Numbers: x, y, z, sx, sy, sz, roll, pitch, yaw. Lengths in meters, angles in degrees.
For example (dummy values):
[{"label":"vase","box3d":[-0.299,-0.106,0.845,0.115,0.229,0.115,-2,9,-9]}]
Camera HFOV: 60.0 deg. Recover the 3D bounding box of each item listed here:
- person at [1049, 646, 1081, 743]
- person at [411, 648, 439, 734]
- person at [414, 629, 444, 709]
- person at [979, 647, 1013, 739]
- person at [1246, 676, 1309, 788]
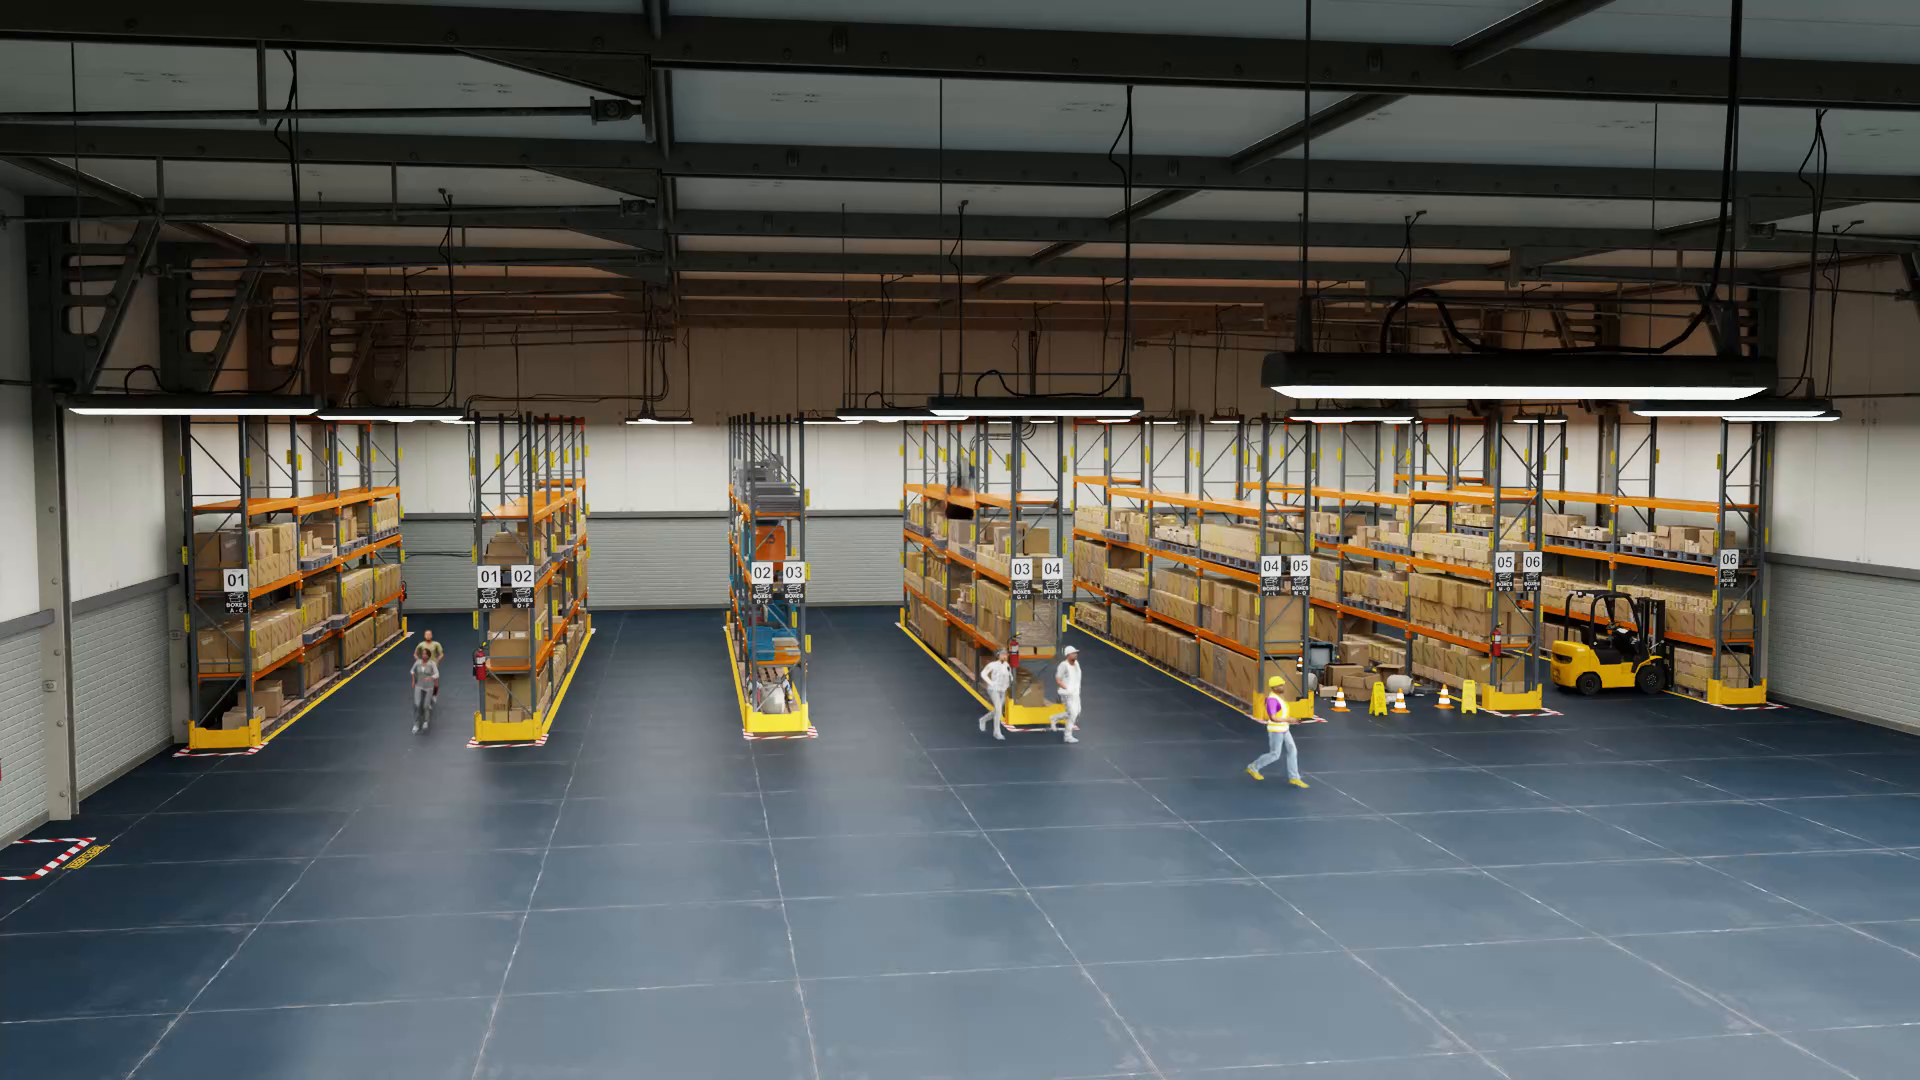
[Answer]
[{"label":"person","box3d":[1.929,2.796,30.283,0.687,1.756,0.679,3,5,34]},{"label":"person","box3d":[-10.036,2.822,31.191,0.537,1.621,0.696,-1,4,-11]},{"label":"person","box3d":[-10.795,2.618,33.796,0.580,1.606,0.625,-1,4,-16]},{"label":"person","box3d":[0.691,2.813,30.875,0.660,1.679,0.777,-3,5,-35]},{"label":"person","box3d":[5.066,3.044,26.471,0.979,1.765,0.711,2,4,23]}]
